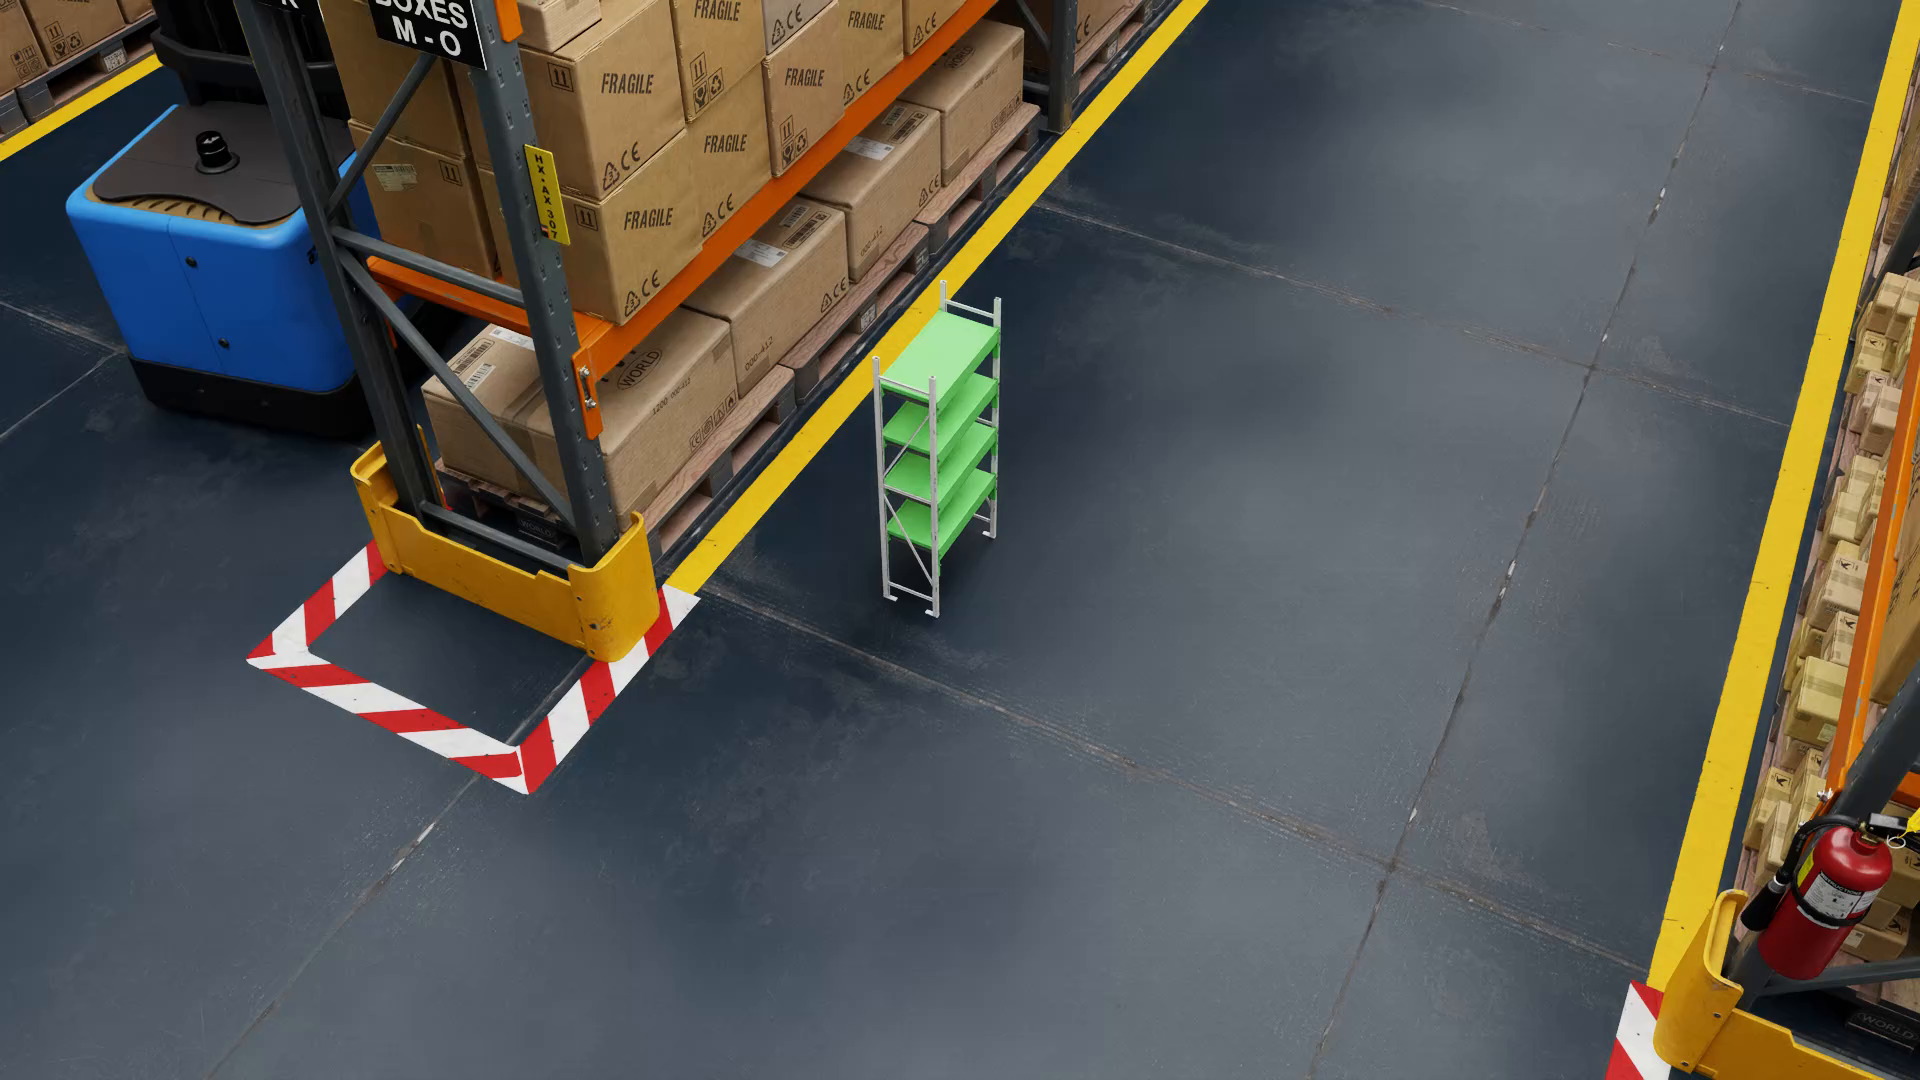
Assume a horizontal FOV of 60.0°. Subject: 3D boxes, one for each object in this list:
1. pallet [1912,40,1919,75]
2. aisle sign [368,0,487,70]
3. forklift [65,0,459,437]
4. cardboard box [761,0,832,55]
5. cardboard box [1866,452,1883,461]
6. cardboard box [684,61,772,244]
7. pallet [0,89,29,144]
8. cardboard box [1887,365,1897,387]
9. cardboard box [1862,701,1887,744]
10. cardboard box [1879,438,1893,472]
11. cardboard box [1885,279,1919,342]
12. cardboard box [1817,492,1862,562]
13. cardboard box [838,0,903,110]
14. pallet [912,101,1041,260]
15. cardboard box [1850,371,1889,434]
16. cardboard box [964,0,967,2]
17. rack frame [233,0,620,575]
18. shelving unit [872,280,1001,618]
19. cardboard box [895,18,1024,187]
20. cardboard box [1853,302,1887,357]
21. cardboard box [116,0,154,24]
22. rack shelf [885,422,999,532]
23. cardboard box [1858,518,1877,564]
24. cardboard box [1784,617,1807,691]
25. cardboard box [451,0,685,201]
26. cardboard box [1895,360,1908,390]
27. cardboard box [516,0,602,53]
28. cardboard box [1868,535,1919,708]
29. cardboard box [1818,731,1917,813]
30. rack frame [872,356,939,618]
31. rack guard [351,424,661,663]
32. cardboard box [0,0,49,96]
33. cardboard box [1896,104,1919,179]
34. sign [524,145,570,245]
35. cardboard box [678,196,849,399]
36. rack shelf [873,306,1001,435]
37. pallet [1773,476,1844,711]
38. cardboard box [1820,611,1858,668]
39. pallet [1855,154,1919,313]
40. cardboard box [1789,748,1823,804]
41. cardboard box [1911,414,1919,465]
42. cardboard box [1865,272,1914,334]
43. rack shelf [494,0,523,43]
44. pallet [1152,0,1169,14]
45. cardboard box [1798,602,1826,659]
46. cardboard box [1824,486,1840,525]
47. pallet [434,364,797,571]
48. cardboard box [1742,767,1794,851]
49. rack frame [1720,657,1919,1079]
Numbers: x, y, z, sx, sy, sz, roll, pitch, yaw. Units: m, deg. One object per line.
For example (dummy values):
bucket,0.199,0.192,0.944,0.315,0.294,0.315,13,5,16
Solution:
pallet,6.052,-2.886,9.454,1.003,0.211,1.213,20,49,19
aisle sign,-1.505,-1.662,4.456,0.394,0.787,0.004,20,49,19
forklift,-2.699,-2.536,7.196,1.130,2.935,3.031,11,46,10
cardboard box,-0.788,-2.139,5.982,0.500,0.500,0.500,20,49,19
cardboard box,3.712,-0.277,6.415,0.380,0.149,0.250,23,50,21
cardboard box,-1.041,-1.460,6.014,0.500,0.500,0.500,20,49,19
pallet,-5.722,-2.096,8.673,1.003,0.211,1.213,20,49,19
cardboard box,3.989,-0.611,6.745,0.380,0.149,0.250,20,49,19
cardboard box,2.604,0.471,4.352,0.380,0.149,0.250,21,49,19
cardboard box,3.617,-0.211,6.140,0.380,0.149,0.250,19,48,17
cardboard box,4.036,-0.891,6.812,0.380,0.149,0.250,23,50,21
cardboard box,3.402,0.008,6.133,0.380,0.149,0.250,21,49,19
cardboard box,-0.571,-2.095,6.642,0.500,0.500,0.500,22,49,20
pallet,-0.294,-1.976,8.554,1.003,0.211,1.213,20,49,19
cardboard box,3.913,-0.519,6.863,0.380,0.149,0.250,20,49,19
cardboard box,-0.095,-2.742,7.280,0.500,0.500,0.500,19,48,18
rack frame,-1.729,-0.889,5.520,1.000,3.000,0.127,20,49,19
shelving unit,-0.077,-0.317,6.220,0.258,1.200,0.503,20,49,19
cardboard box,-0.258,-2.296,8.416,0.875,0.438,0.875,20,49,19
cardboard box,4.106,-0.861,7.201,0.380,0.149,0.250,18,48,17
cardboard box,-4.846,-3.328,9.393,0.700,0.500,0.500,19,48,18
rack shelf,-0.077,-0.273,6.266,0.258,0.148,0.480,20,49,19
cardboard box,3.372,0.106,5.827,0.380,0.149,0.250,19,48,18
cardboard box,3.157,0.461,5.895,0.380,0.149,0.250,18,48,17
cardboard box,-1.253,-1.484,5.335,0.500,0.500,0.500,19,48,18
cardboard box,3.861,-0.543,6.469,0.380,0.149,0.250,19,48,18
cardboard box,-1.319,-1.636,5.029,0.380,0.149,0.250,21,49,20
cardboard box,2.683,0.174,4.190,0.500,0.500,0.500,21,49,20
cardboard box,2.892,0.770,5.171,0.380,0.149,0.250,21,49,20
rack frame,-0.190,-0.164,6.068,0.240,1.200,0.015,20,49,19
rack guard,-1.740,0.005,6.394,1.175,0.500,0.348,20,49,19
cardboard box,-5.328,-2.674,8.746,0.700,0.500,0.500,22,49,21
cardboard box,4.919,-1.980,8.060,0.500,0.500,0.500,19,48,18
sign,-1.240,-1.034,4.999,0.100,0.325,0.005,20,49,19
cardboard box,-1.093,-1.164,7.298,0.875,0.438,0.875,22,49,20
rack shelf,-0.077,-0.610,5.924,0.258,0.148,0.480,20,49,19
pallet,3.714,0.348,6.258,1.003,0.211,1.213,20,49,19
cardboard box,3.076,0.423,5.514,0.380,0.149,0.250,19,48,18
pallet,4.920,-1.349,7.935,1.003,0.211,1.213,20,49,19
cardboard box,2.864,0.858,5.293,0.380,0.149,0.250,19,48,18
cardboard box,3.154,-0.472,4.828,0.500,0.500,0.500,21,49,19
cardboard box,4.108,-0.966,7.096,0.380,0.149,0.250,23,50,21
rack shelf,-0.800,-2.951,5.954,1.077,0.370,4.000,20,49,19
pallet,0.985,-3.711,10.270,1.003,0.211,1.213,20,49,19
cardboard box,3.164,0.346,5.799,0.380,0.149,0.250,21,49,20
cardboard box,3.540,-0.030,6.380,0.380,0.149,0.250,19,48,18
pallet,-1.427,-0.439,7.035,1.003,0.211,1.213,20,49,19
cardboard box,2.792,0.940,5.421,0.380,0.149,0.250,22,49,20
rack frame,2.703,0.681,3.968,1.000,3.000,0.127,20,49,19
